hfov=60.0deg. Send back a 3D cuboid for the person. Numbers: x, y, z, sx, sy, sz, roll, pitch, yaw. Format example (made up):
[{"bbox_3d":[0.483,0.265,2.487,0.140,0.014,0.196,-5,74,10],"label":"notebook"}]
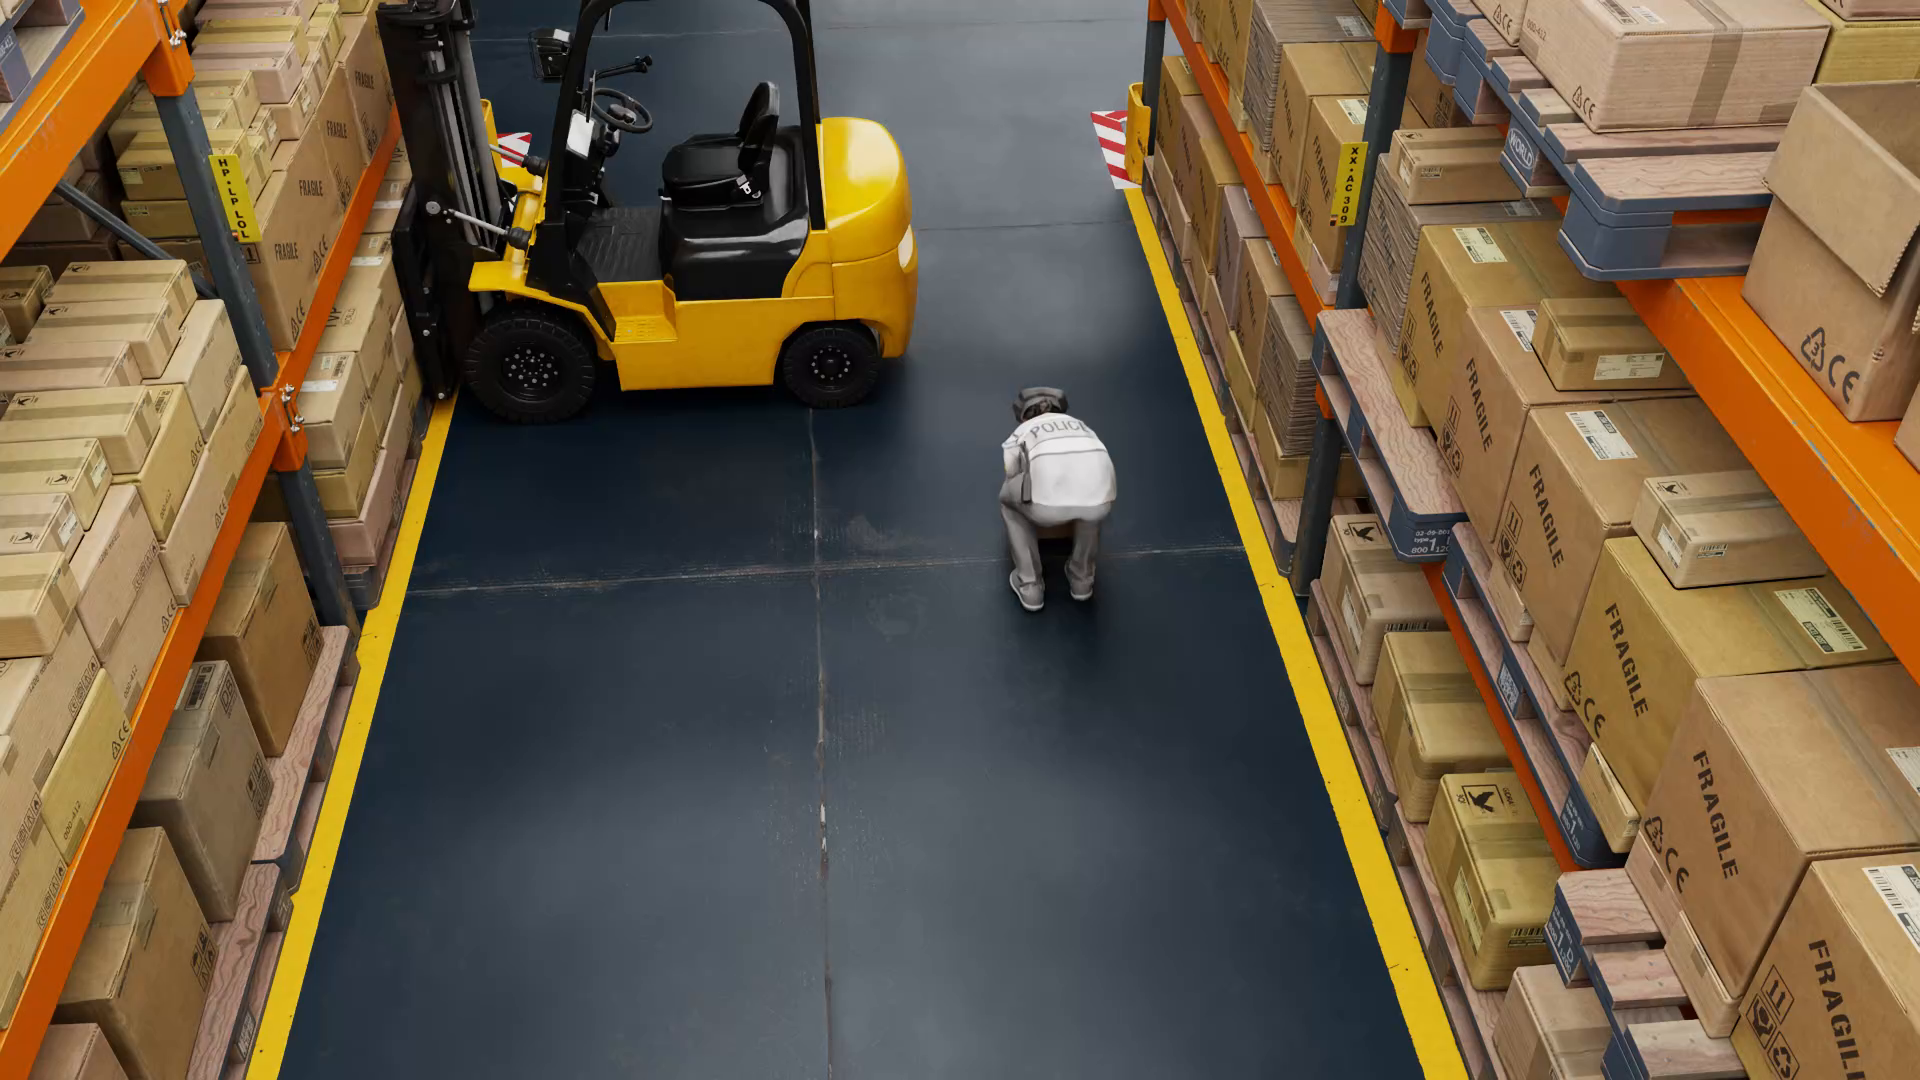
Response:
[{"bbox_3d":[0.391,-0.190,7.049,0.462,0.842,0.889,-5,40,-6],"label":"person"}]
